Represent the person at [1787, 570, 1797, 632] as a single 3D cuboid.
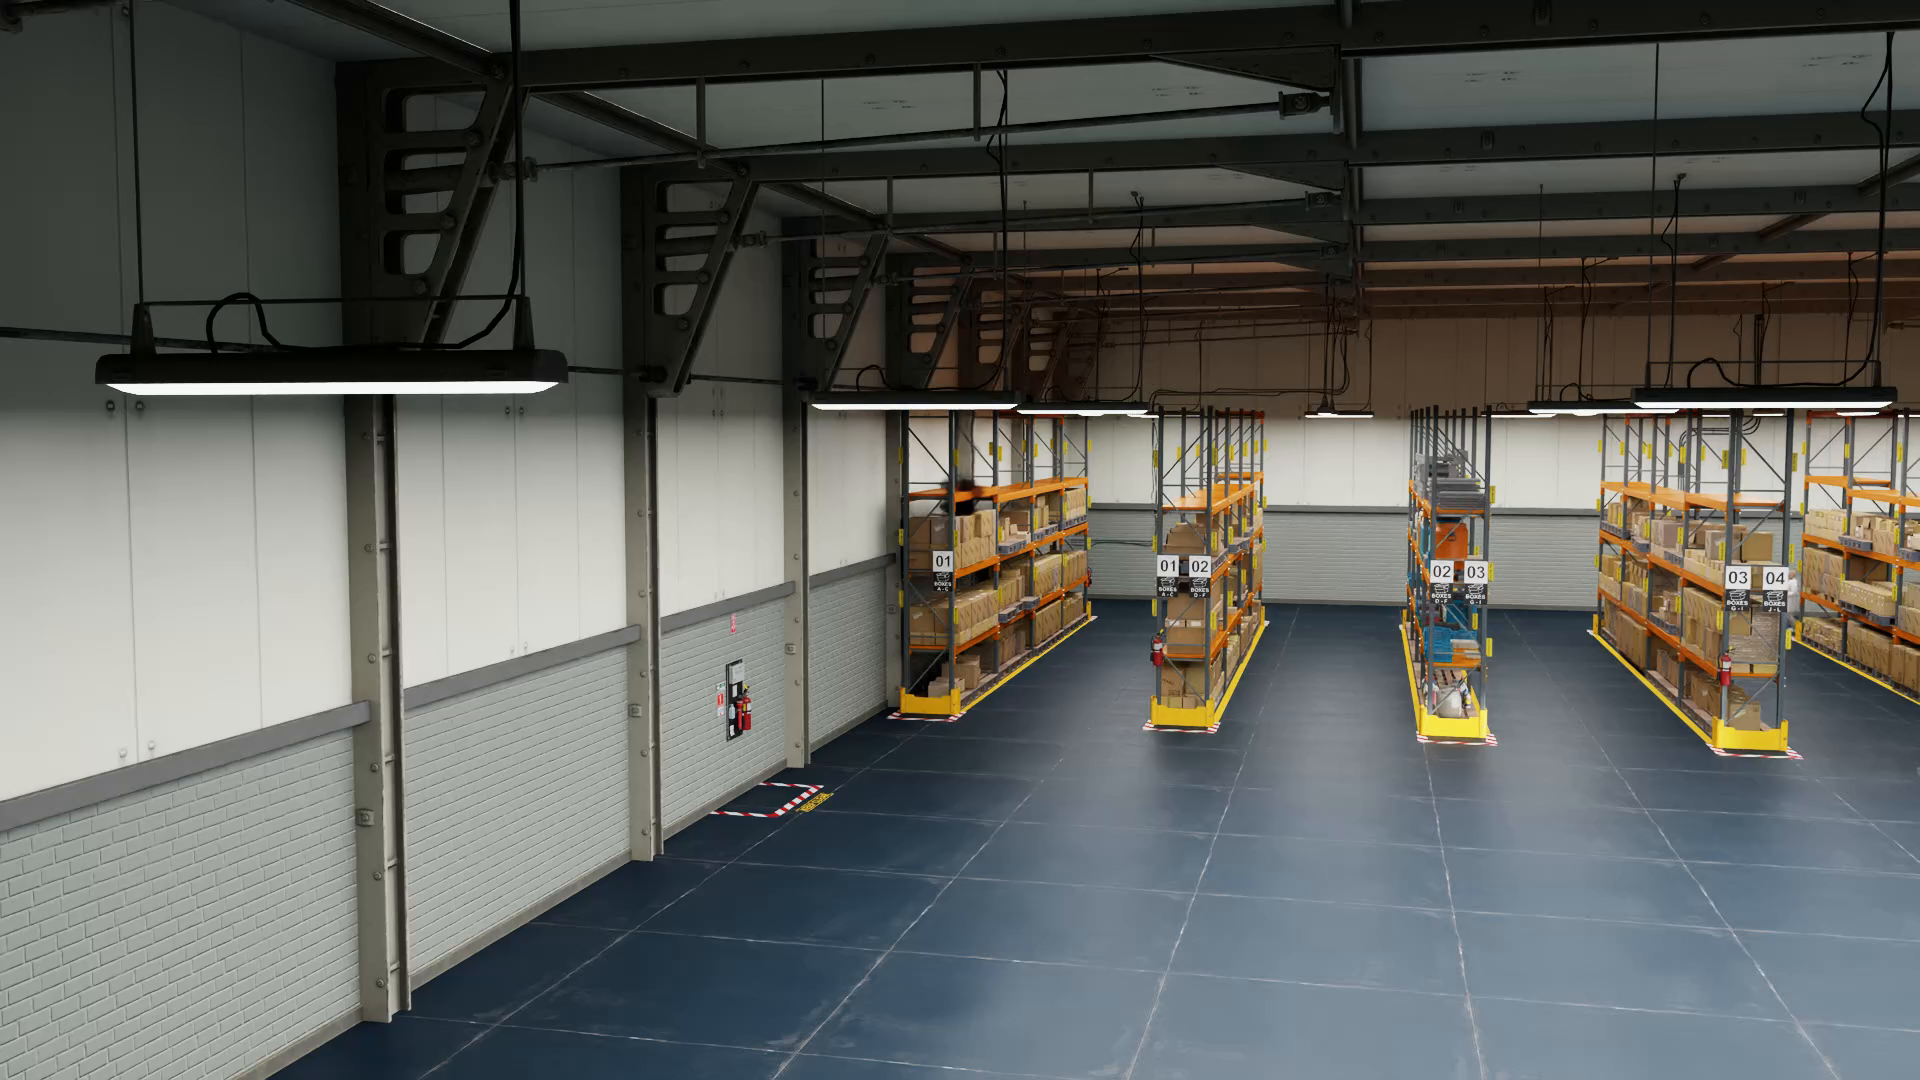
[{"bbox_3d":[22.188,1.675,44.527,0.801,1.772,0.774,1,4,11],"label":"person"}]
